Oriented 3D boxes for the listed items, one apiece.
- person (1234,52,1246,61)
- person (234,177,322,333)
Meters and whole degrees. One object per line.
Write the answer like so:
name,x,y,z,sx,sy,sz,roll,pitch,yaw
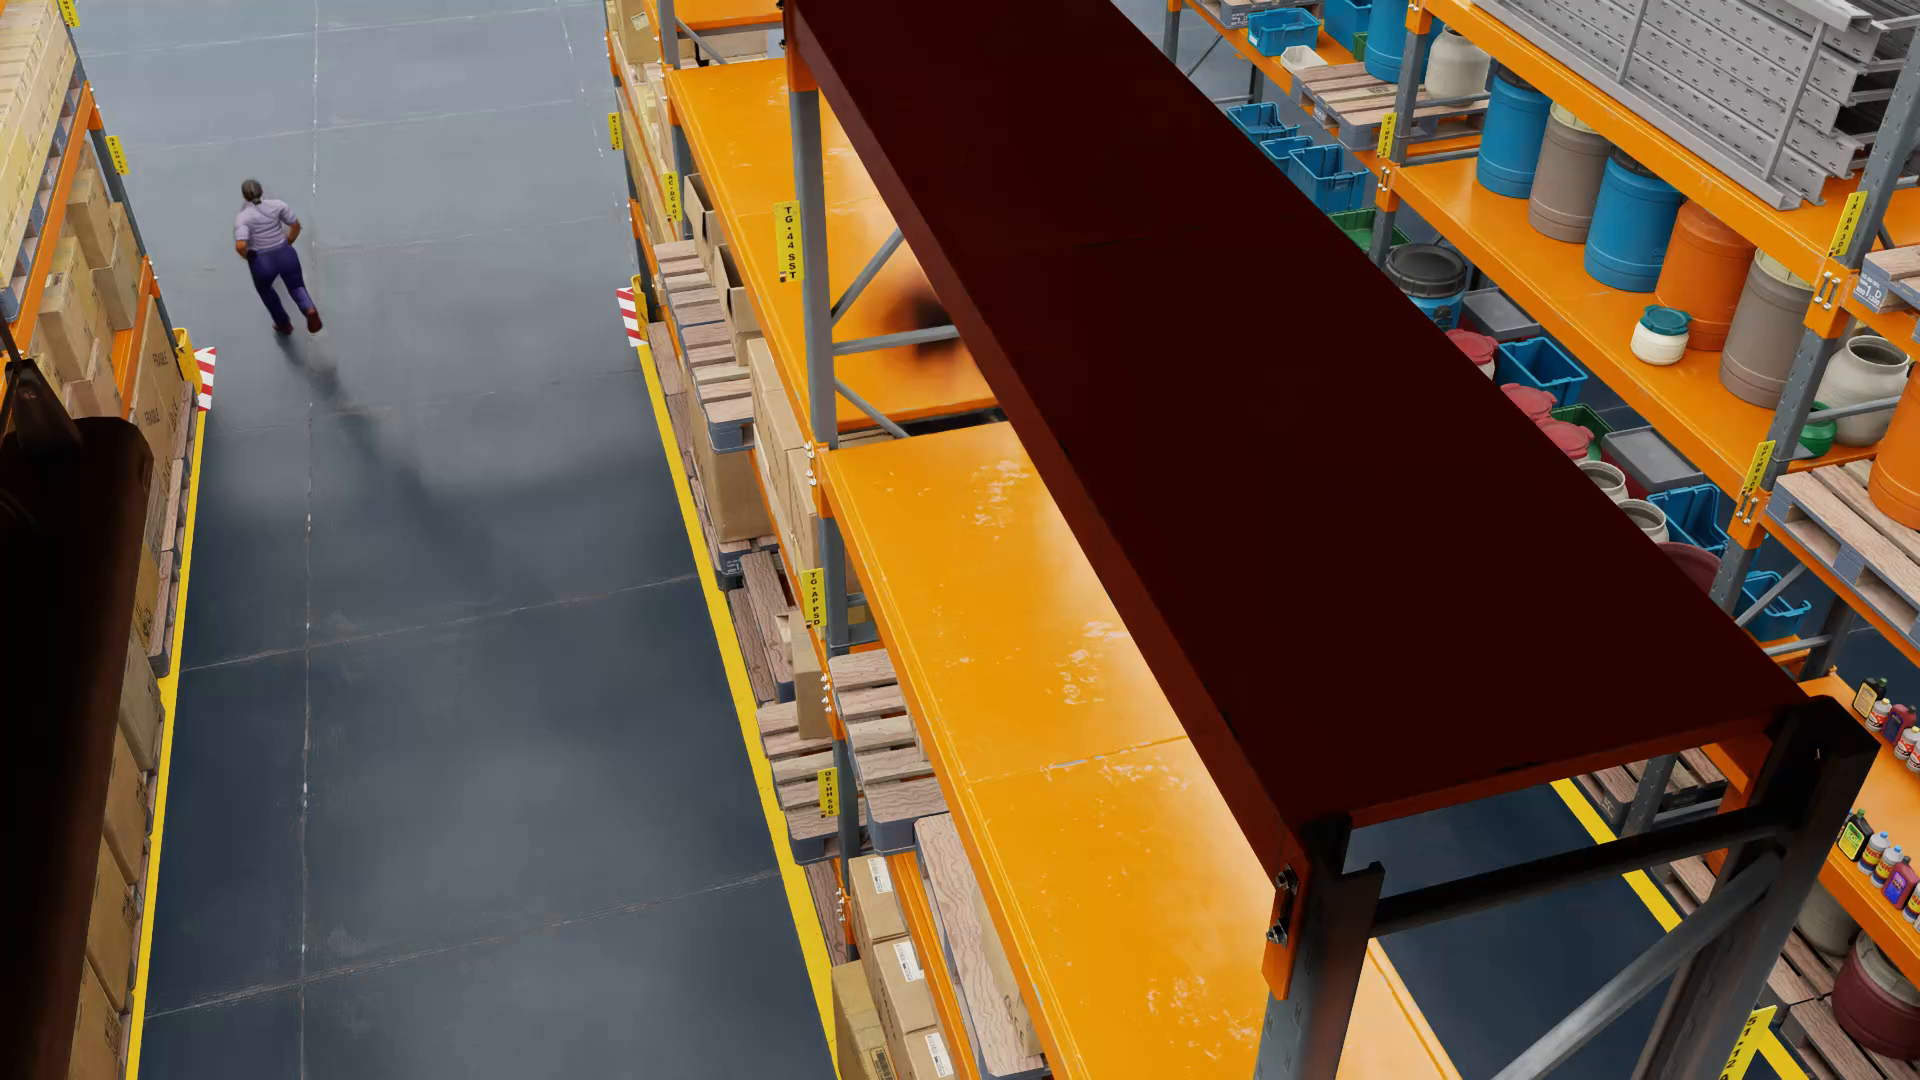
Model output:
person,3.707,-6.427,19.600,0.775,1.726,0.582,1,38,2
person,-6.033,-2.433,14.646,0.602,1.621,0.843,-25,45,-28
